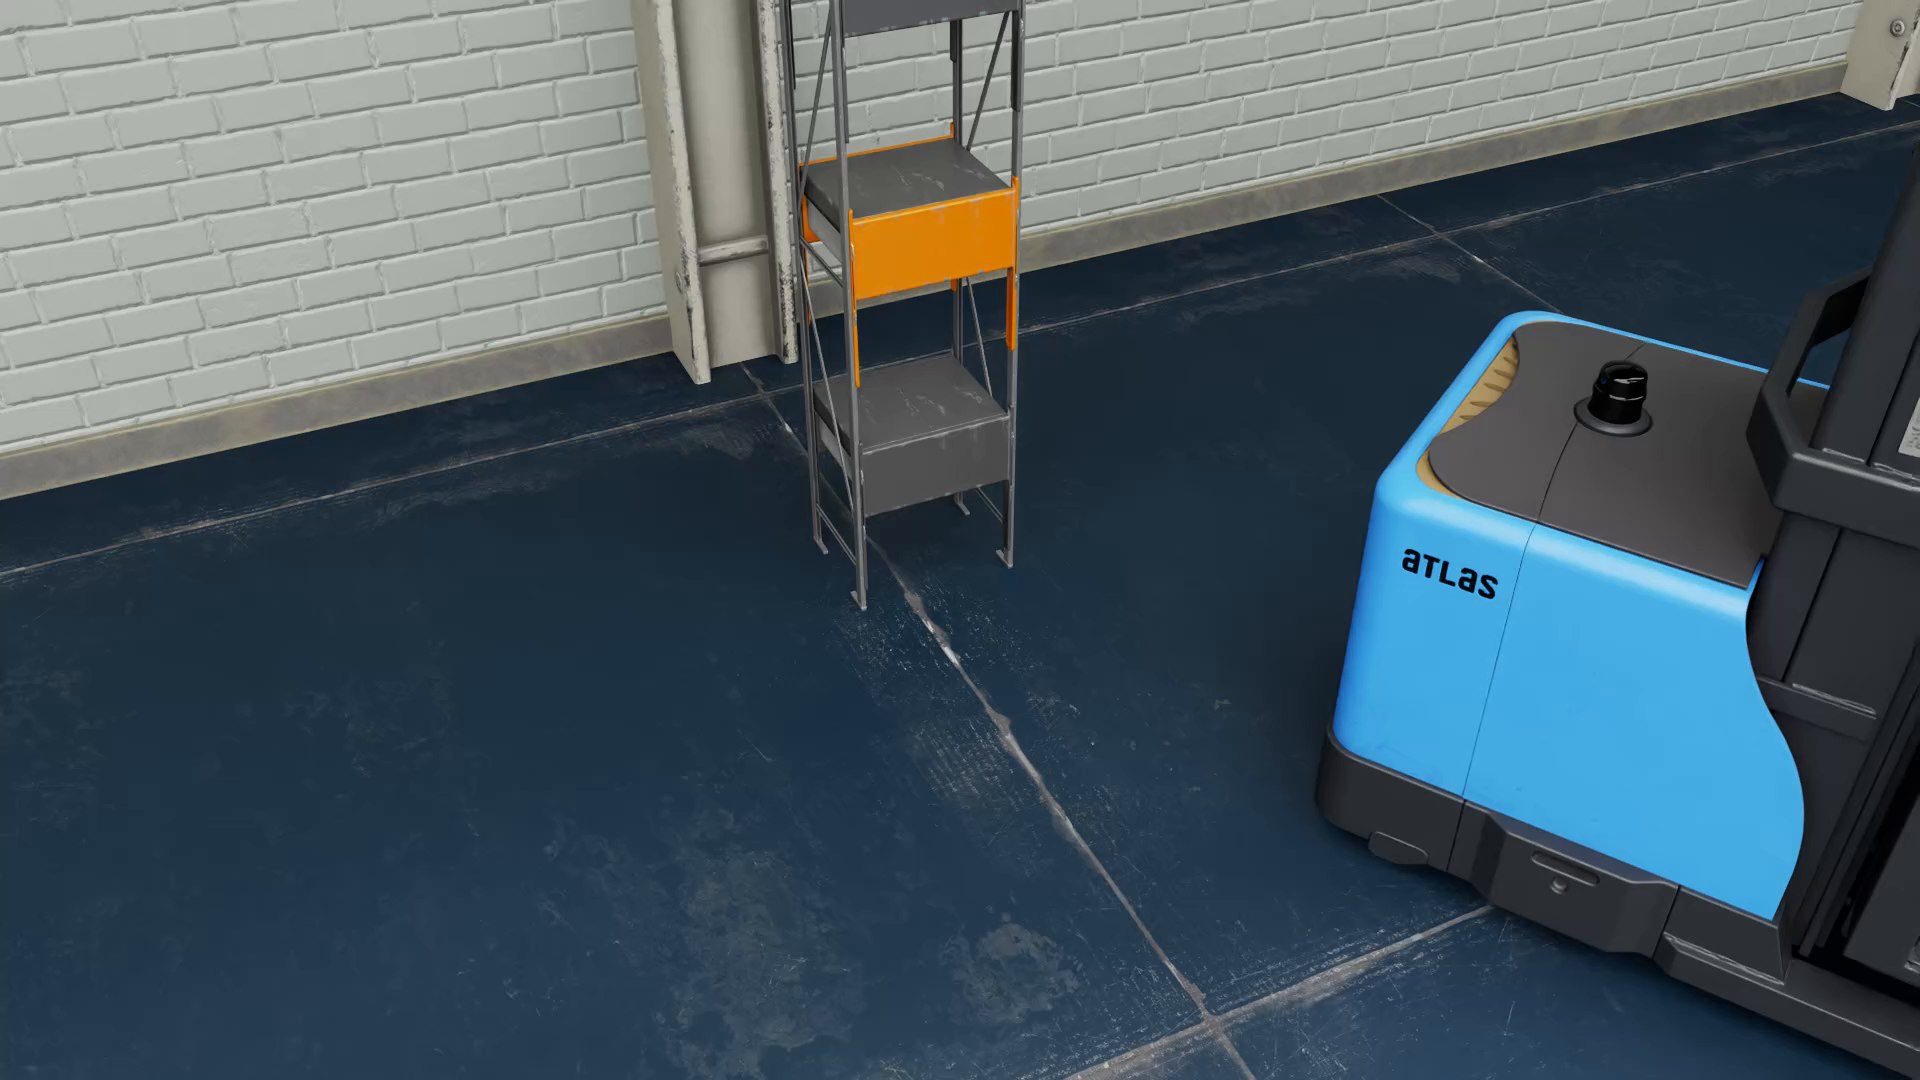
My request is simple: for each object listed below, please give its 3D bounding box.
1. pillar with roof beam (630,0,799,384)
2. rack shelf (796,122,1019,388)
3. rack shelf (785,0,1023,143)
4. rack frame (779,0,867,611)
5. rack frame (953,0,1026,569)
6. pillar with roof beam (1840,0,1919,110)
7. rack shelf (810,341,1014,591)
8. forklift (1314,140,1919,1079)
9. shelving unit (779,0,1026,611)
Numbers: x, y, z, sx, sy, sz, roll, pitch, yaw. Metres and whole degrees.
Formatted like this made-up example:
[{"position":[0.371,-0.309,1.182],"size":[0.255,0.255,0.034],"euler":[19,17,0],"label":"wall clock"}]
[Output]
[{"position":[0.991,-1.986,0.374],"size":[0.400,9.000,9.100],"euler":[-16,39,-20],"label":"pillar with roof beam"},{"position":[-0.150,-0.790,4.576],"size":[0.480,0.518,0.431],"euler":[-16,39,-20],"label":"rack shelf"},{"position":[-0.150,-1.353,4.159],"size":[0.480,0.518,0.431],"euler":[-16,39,-20],"label":"rack shelf"},{"position":[-0.371,-0.740,4.485],"size":[0.015,2.100,0.400],"euler":[-16,39,-20],"label":"rack frame"},{"position":[0.071,-0.863,4.651],"size":[0.015,2.100,0.400],"euler":[-16,39,-20],"label":"rack frame"},{"position":[6.423,-3.505,2.422],"size":[0.400,9.000,9.100],"euler":[-16,39,-20],"label":"pillar with roof beam"},{"position":[-0.150,-0.228,4.993],"size":[0.480,0.518,0.431],"euler":[-16,39,-20],"label":"rack shelf"},{"position":[2.420,-0.210,3.073],"size":[3.031,2.935,1.130],"euler":[21,41,26],"label":"forklift"},{"position":[-0.150,-0.801,4.568],"size":[0.503,2.100,0.431],"euler":[-16,39,-20],"label":"shelving unit"}]
